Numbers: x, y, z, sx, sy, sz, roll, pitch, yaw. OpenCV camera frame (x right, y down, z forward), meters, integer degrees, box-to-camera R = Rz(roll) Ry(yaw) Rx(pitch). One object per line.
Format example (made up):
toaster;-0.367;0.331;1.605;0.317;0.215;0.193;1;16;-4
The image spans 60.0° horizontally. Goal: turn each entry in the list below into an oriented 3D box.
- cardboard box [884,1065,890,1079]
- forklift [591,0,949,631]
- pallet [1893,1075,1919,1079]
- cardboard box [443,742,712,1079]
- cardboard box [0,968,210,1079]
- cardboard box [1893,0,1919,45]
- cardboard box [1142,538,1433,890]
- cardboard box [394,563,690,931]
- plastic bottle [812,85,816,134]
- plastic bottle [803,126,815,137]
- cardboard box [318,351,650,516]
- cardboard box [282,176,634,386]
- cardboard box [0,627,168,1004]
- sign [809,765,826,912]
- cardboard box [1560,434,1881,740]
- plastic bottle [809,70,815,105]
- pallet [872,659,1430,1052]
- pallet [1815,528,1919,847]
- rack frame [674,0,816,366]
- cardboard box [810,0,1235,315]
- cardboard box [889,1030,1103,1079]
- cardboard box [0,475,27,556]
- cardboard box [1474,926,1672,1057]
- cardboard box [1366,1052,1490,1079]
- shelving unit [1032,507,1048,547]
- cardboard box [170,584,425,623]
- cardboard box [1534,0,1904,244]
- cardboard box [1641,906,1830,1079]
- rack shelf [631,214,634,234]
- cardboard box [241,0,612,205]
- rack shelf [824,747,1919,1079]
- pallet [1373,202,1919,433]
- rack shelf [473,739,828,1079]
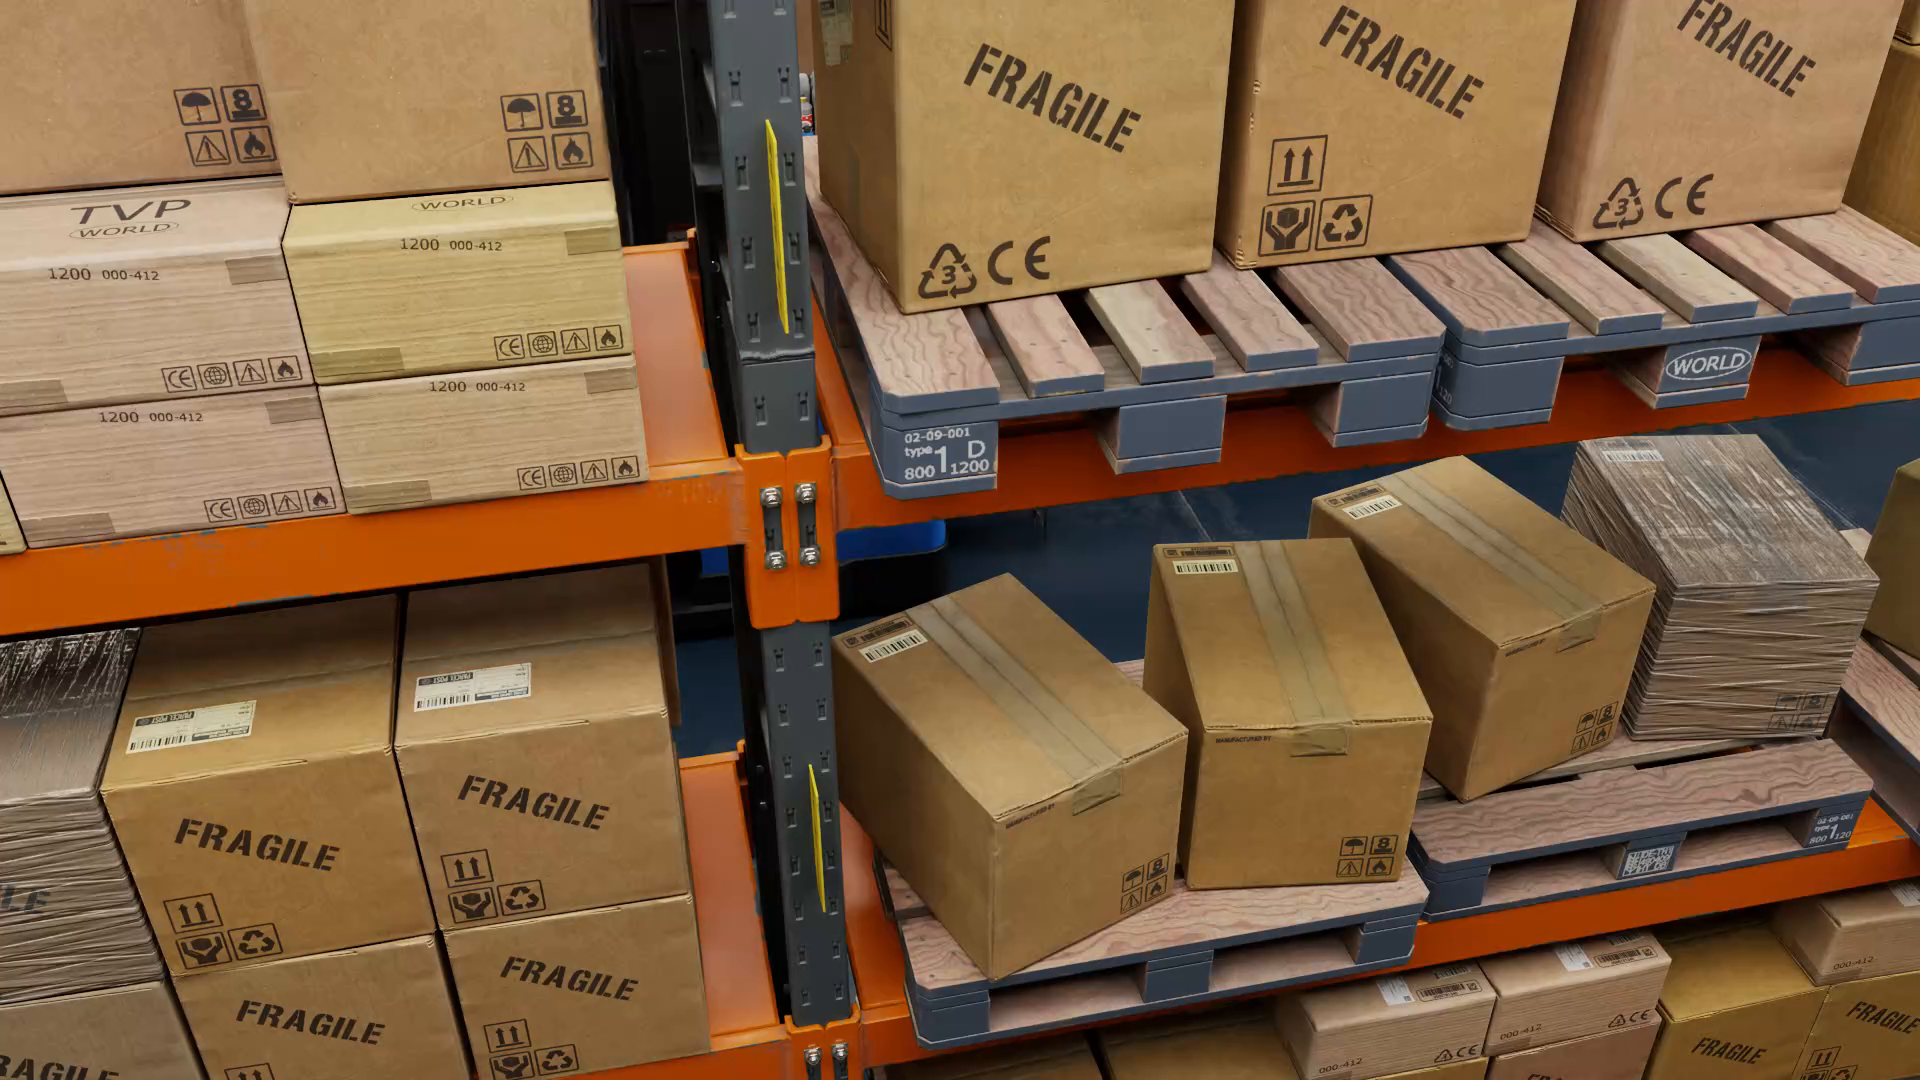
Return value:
cardboard box;0.001;1.311;4.953;0.500;0.500;0.500;-7;35;-11
forklift;-1.618;-1.046;6.678;3.031;2.935;1.130;-6;34;-9
pallet;2.747;1.410;5.460;1.213;0.211;1.003;-7;35;-11
cardboard box;-0.848;0.832;3.729;0.500;0.500;0.500;-7;34;-10
cardboard box;-1.851;0.960;3.537;0.500;0.500;0.500;-6;34;-9
cardboard box;2.062;-1.346;3.385;0.500;0.500;0.500;-7;35;-11
cardboard box;0.751;0.401;3.994;0.500;0.500;0.700;-2;34;-3
cardboard box;-0.853;0.418;3.447;0.500;0.500;0.500;-7;34;-10
plastic bottle;-0.650;-2.212;8.399;0.185;0.351;0.144;-7;35;-11
plastic bottle;-0.721;-1.833;7.904;0.097;0.271;0.097;0;34;0
cardboard box;-0.833;-0.307;2.958;0.500;0.250;0.500;-7;35;-11
cardboard box;-0.832;-0.511;2.814;0.500;0.250;0.500;-7;35;-11
cardboard box;-1.844;0.545;3.259;0.500;0.500;0.500;-7;34;-10
sign;-0.290;0.607;3.377;0.005;0.325;0.100;-7;35;-11
cardboard box;1.961;0.112;4.425;0.500;0.500;0.700;-1;34;-2
plastic bottle;-0.682;-2.291;8.516;0.185;0.351;0.144;-7;35;-11
pallet;0.386;0.713;4.168;1.213;0.211;1.003;-7;35;-11
pallet;2.838;0.382;4.661;1.003;0.211;1.213;-7;35;-11
rack frame;-0.417;-1.819;2.385;0.127;3.000;1.000;-7;35;-11
cardboard box;0.090;-0.853;3.080;0.600;0.600;0.600;-10;35;-15
cardboard box;0.108;1.601;4.521;0.500;0.500;0.500;-9;35;-13
cardboard box;-1.809;-0.185;2.776;0.500;0.250;0.500;-7;35;-11
cardboard box;1.573;1.104;4.588;0.500;0.250;0.500;-8;35;-11
cardboard box;1.115;1.472;4.714;0.500;0.500;0.500;-7;34;-10
shelving unit;0.133;-0.506;7.427;0.503;1.200;0.258;-6;34;-9
cardboard box;-1.442;0.184;3.796;0.500;0.500;0.500;-8;35;-12
cardboard box;1.391;-1.018;3.327;0.600;0.600;0.600;-9;35;-12
cardboard box;2.119;1.342;4.907;0.500;0.500;0.500;-8;35;-12
rack shelf;-3.457;-1.476;7.903;4.000;0.370;1.077;-7;35;-11
cardboard box;-0.883;-0.949;2.794;0.500;0.500;0.700;-7;35;-11
rack shelf;1.533;0.725;4.623;4.000;0.370;1.077;-7;35;-11
pallet;1.245;-0.666;3.528;1.003;0.211;1.213;-7;35;-11
rack shelf;-2.368;1.217;3.890;4.000;0.370;1.077;-7;35;-11
